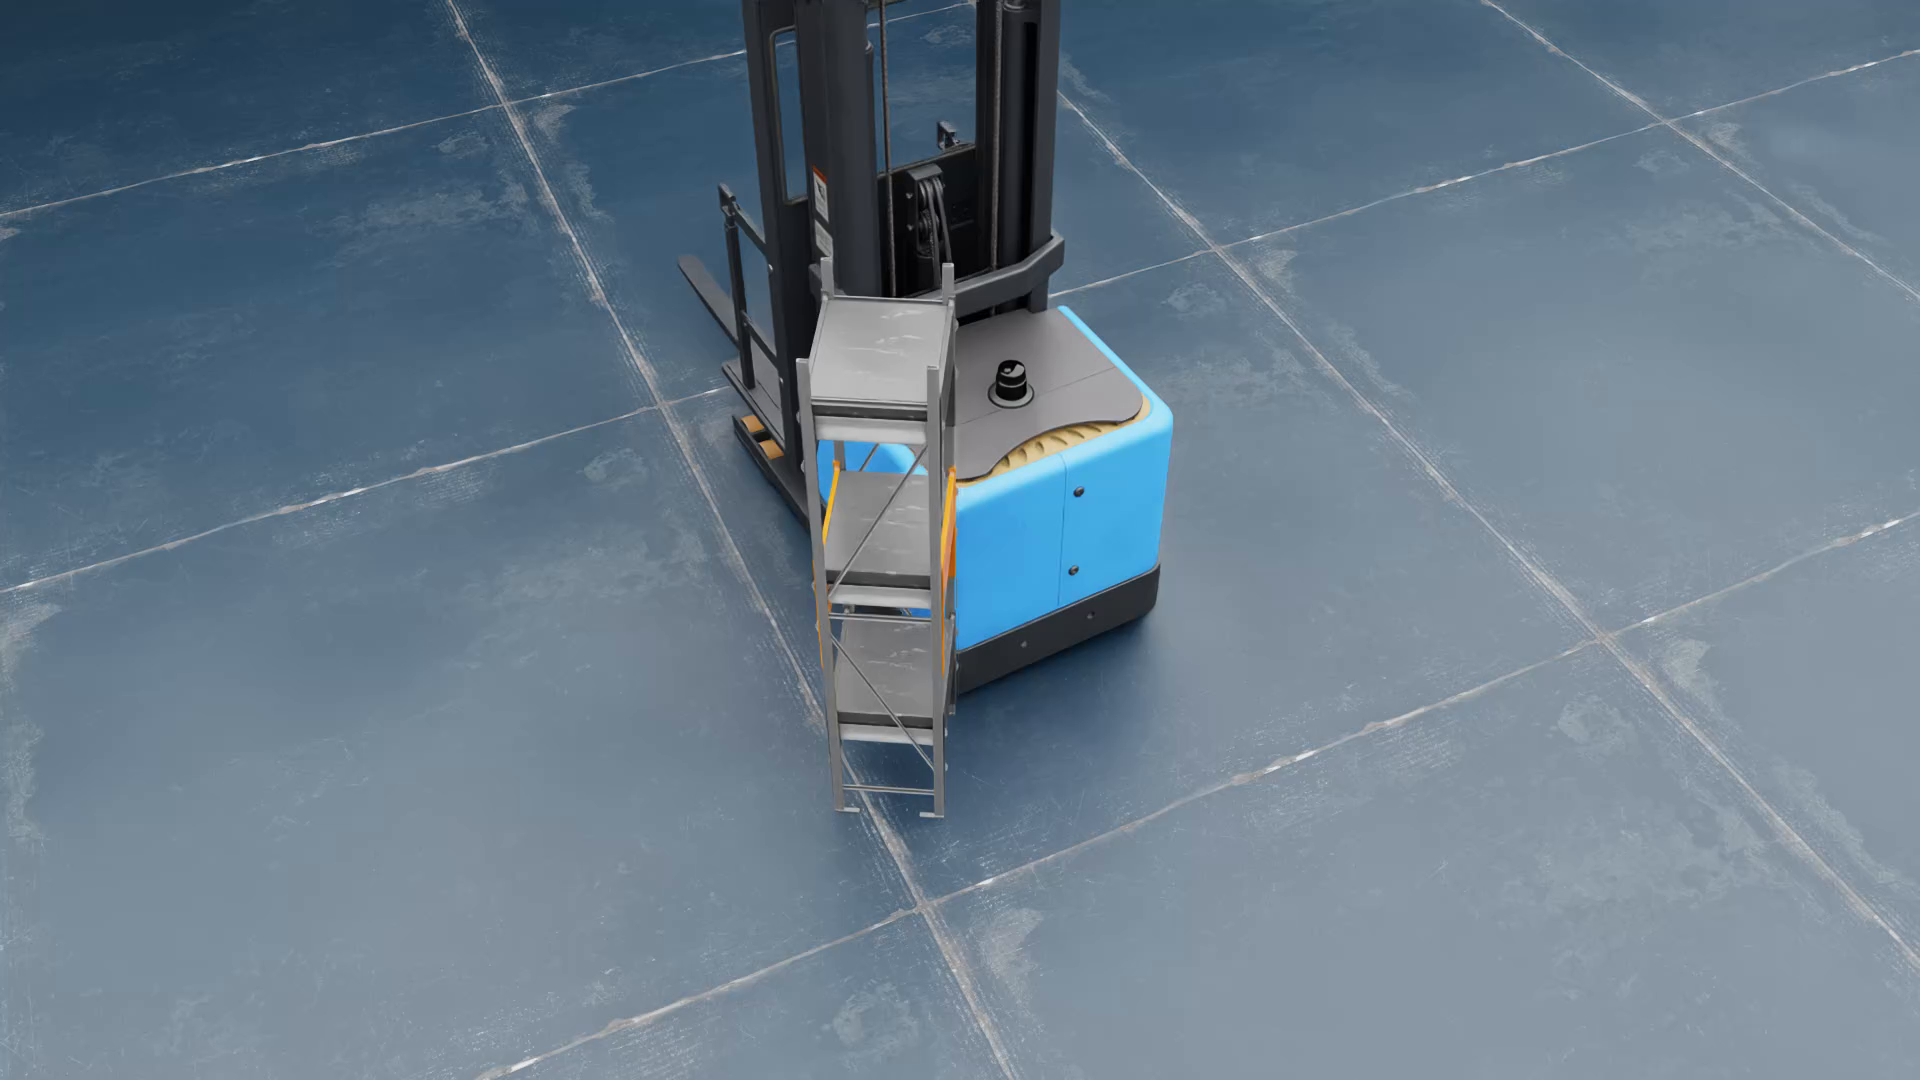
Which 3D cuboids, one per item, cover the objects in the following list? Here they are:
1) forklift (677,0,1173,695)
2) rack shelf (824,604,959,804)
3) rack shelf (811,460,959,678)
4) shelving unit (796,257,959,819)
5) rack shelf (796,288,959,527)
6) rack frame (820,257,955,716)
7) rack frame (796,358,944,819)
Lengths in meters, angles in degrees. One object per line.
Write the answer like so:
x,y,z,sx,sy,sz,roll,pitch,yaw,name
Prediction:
-0.363,-1.473,6.525,1.130,2.935,3.031,-22,49,-21,forklift
-0.238,0.594,6.038,0.431,0.518,0.480,3,45,3,rack shelf
-0.238,0.096,5.546,0.431,0.518,0.480,3,45,3,rack shelf
-0.238,0.086,5.536,0.431,2.100,0.503,3,45,3,shelving unit
-0.238,-0.402,5.054,0.431,0.518,0.480,3,45,3,rack shelf
-0.218,-0.085,5.710,0.400,2.100,0.015,3,45,3,rack frame
-0.258,0.257,5.363,0.400,2.100,0.015,3,45,3,rack frame
